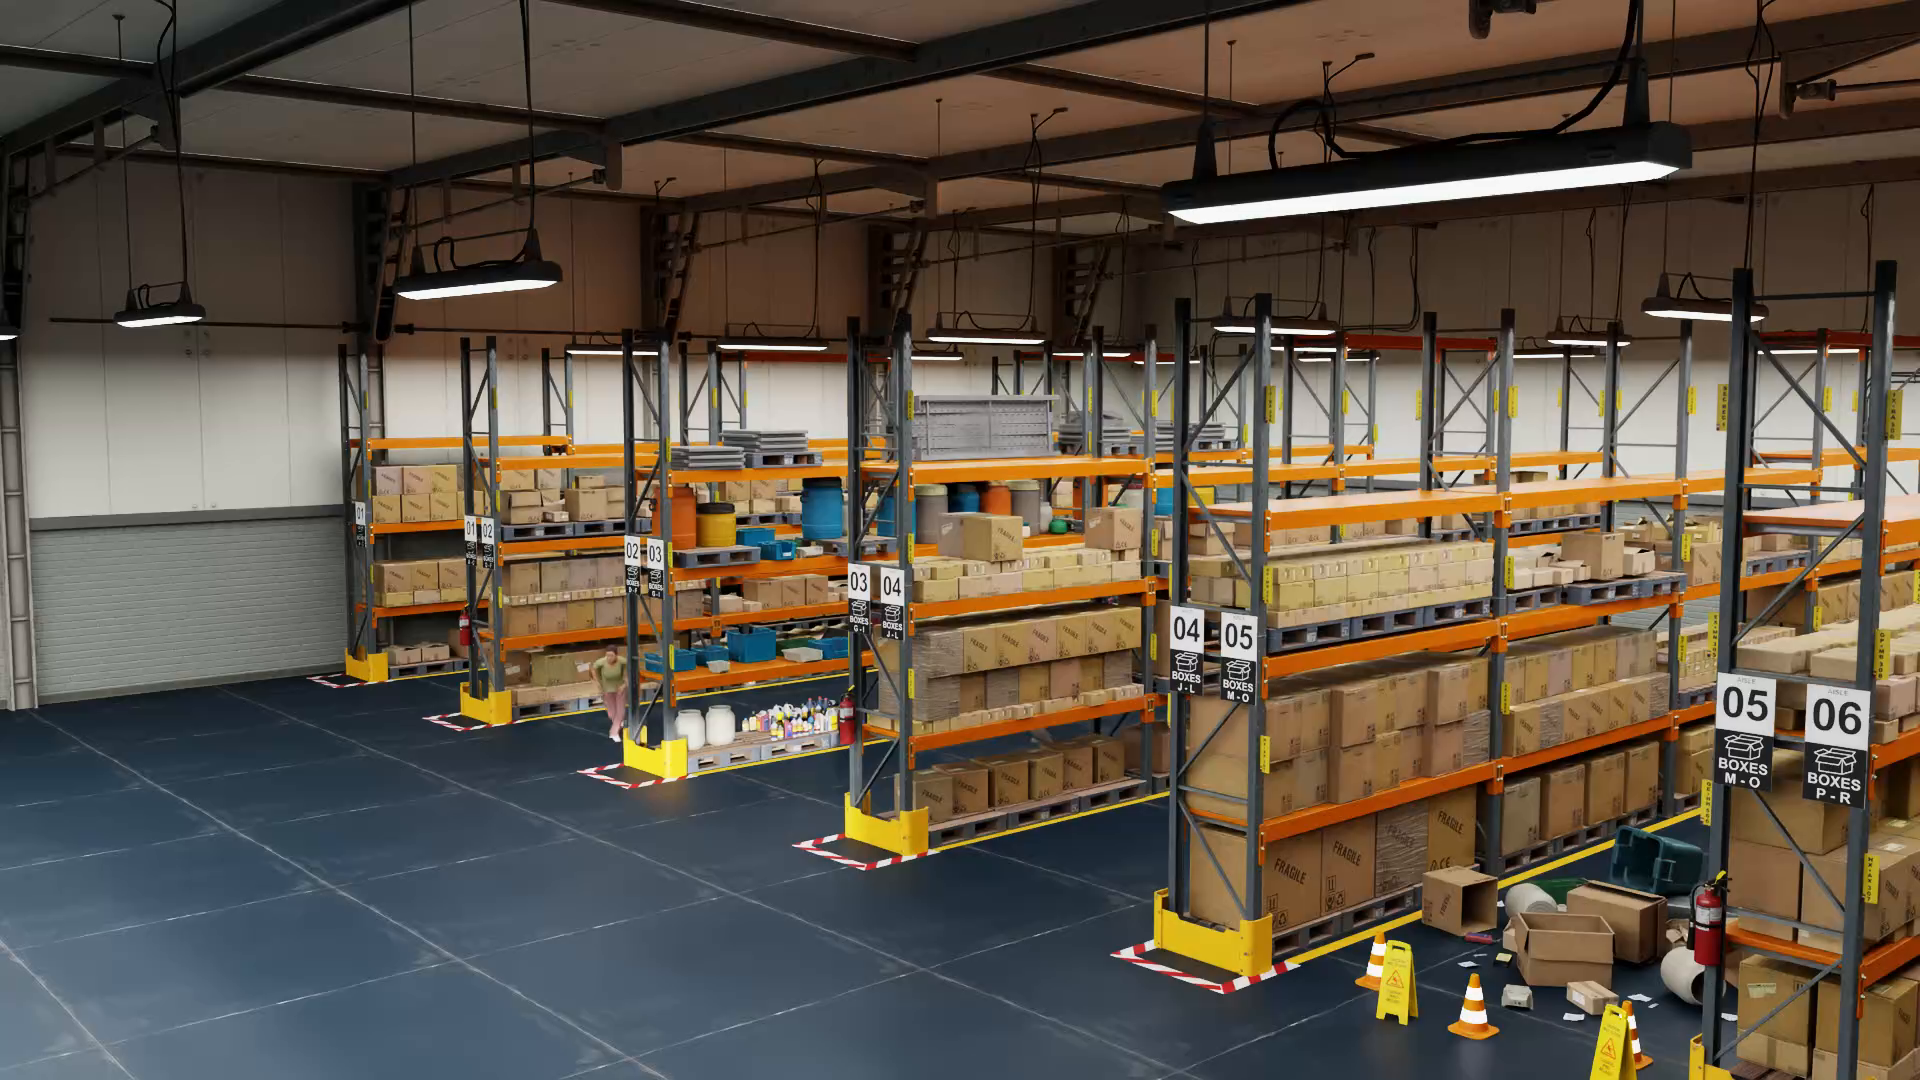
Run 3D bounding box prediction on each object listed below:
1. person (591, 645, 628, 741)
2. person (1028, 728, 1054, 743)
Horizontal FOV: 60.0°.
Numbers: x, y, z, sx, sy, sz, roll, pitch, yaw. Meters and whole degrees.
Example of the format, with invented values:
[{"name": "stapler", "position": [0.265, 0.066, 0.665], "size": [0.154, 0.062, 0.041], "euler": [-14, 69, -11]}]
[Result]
[{"name": "person", "position": [-5.142, 2.238, 24.599], "size": [0.595, 1.482, 0.870], "euler": [-1, 5, -7]}, {"name": "person", "position": [1.074, 2.187, 22.965], "size": [0.460, 1.600, 0.580], "euler": [-1, 5, -8]}]
